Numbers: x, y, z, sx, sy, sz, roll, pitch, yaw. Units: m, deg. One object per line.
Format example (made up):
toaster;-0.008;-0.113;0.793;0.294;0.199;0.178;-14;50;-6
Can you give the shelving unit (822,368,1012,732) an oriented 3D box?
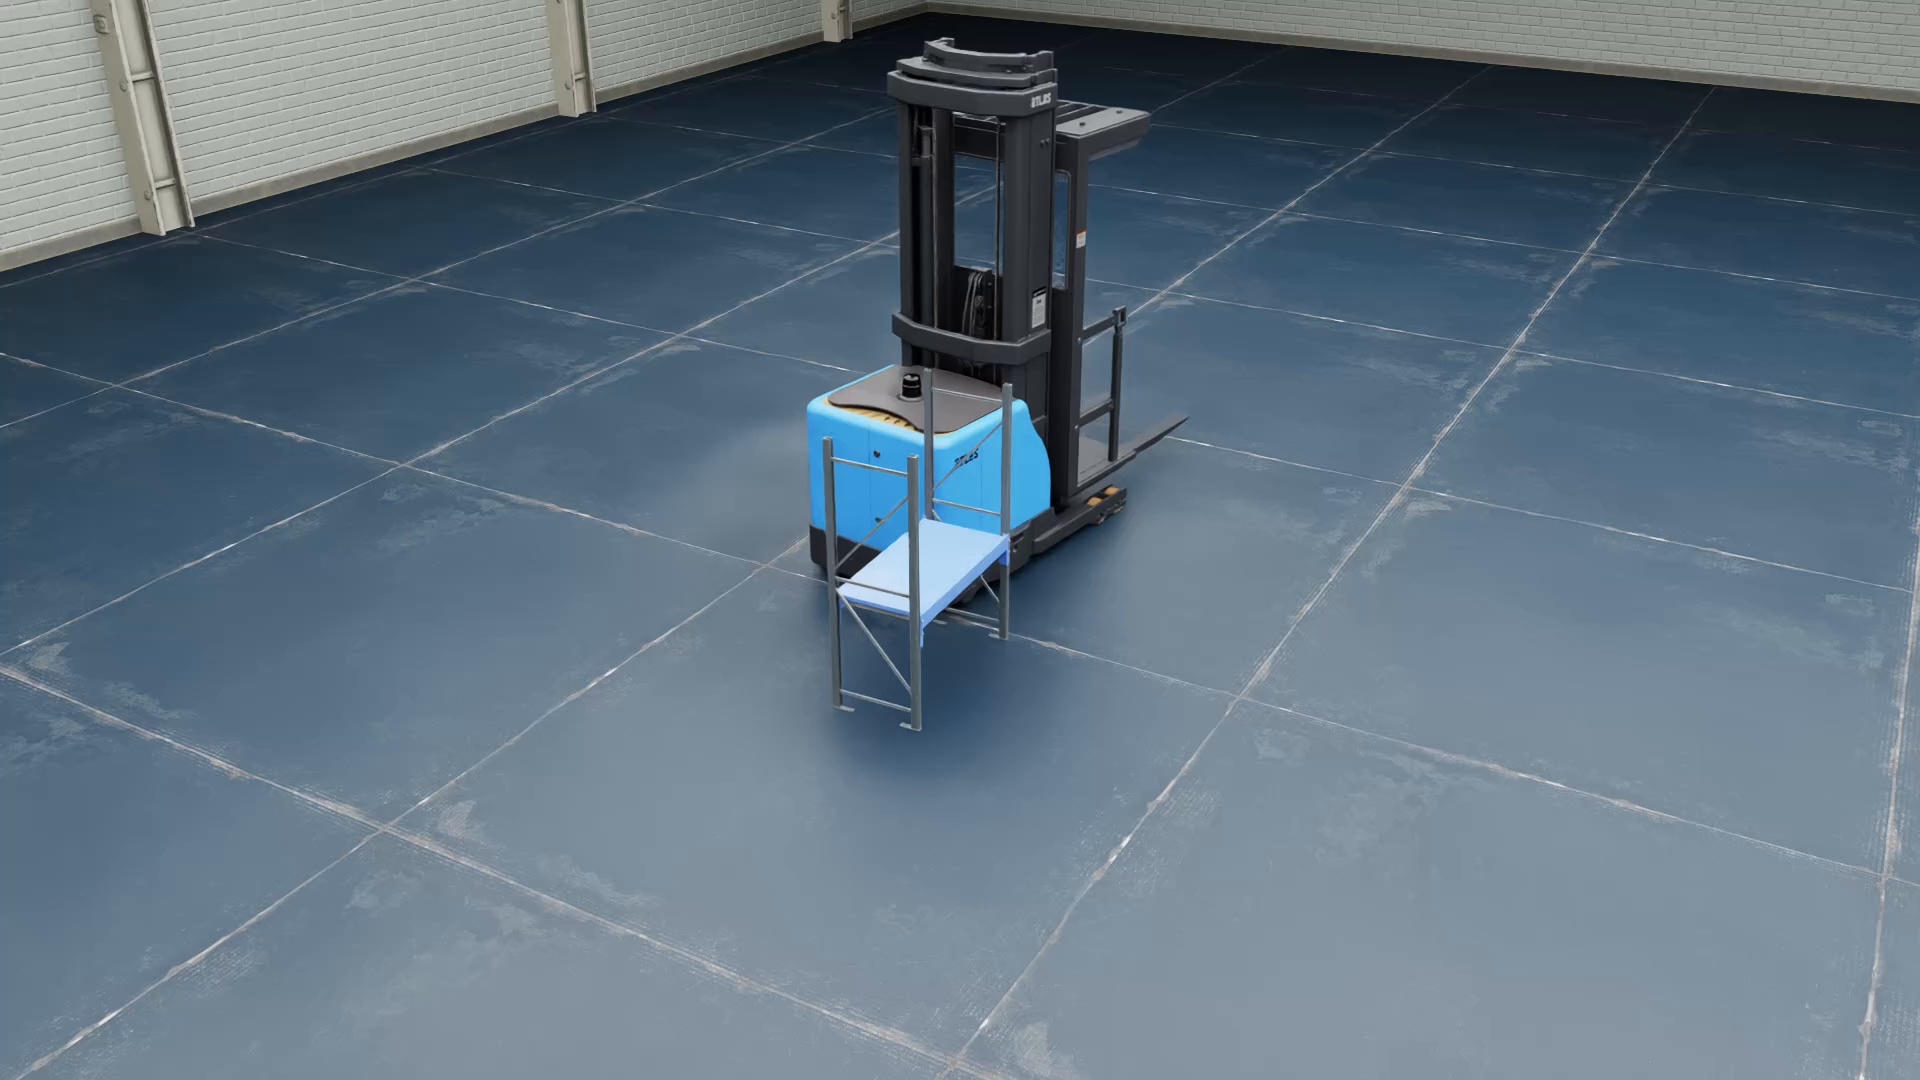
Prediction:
shelving unit;-0.193;0.033;8.508;0.538;1.500;1.048;13;29;24

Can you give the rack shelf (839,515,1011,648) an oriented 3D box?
rack shelf;-0.193;0.194;8.589;0.538;0.185;1.000;13;29;24

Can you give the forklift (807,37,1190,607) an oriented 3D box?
forklift;0.406;-1.531;10.033;1.130;2.935;3.031;19;32;33

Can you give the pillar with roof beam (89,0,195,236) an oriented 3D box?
pillar with roof beam;-4.050;-6.143;12.468;9.100;9.000;0.400;14;30;26

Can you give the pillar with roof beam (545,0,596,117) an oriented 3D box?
pillar with roof beam;-1.098;-8.481;17.139;9.100;9.000;0.400;14;30;26

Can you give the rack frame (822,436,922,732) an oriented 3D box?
rack frame;-0.422;0.236;8.103;0.500;1.500;0.032;13;29;24

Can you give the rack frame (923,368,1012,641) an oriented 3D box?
rack frame;0.037;-0.170;8.914;0.500;1.500;0.032;13;29;24

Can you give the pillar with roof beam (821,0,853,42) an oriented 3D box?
pillar with roof beam;1.853;-10.819;21.811;9.100;9.000;0.400;14;30;26
